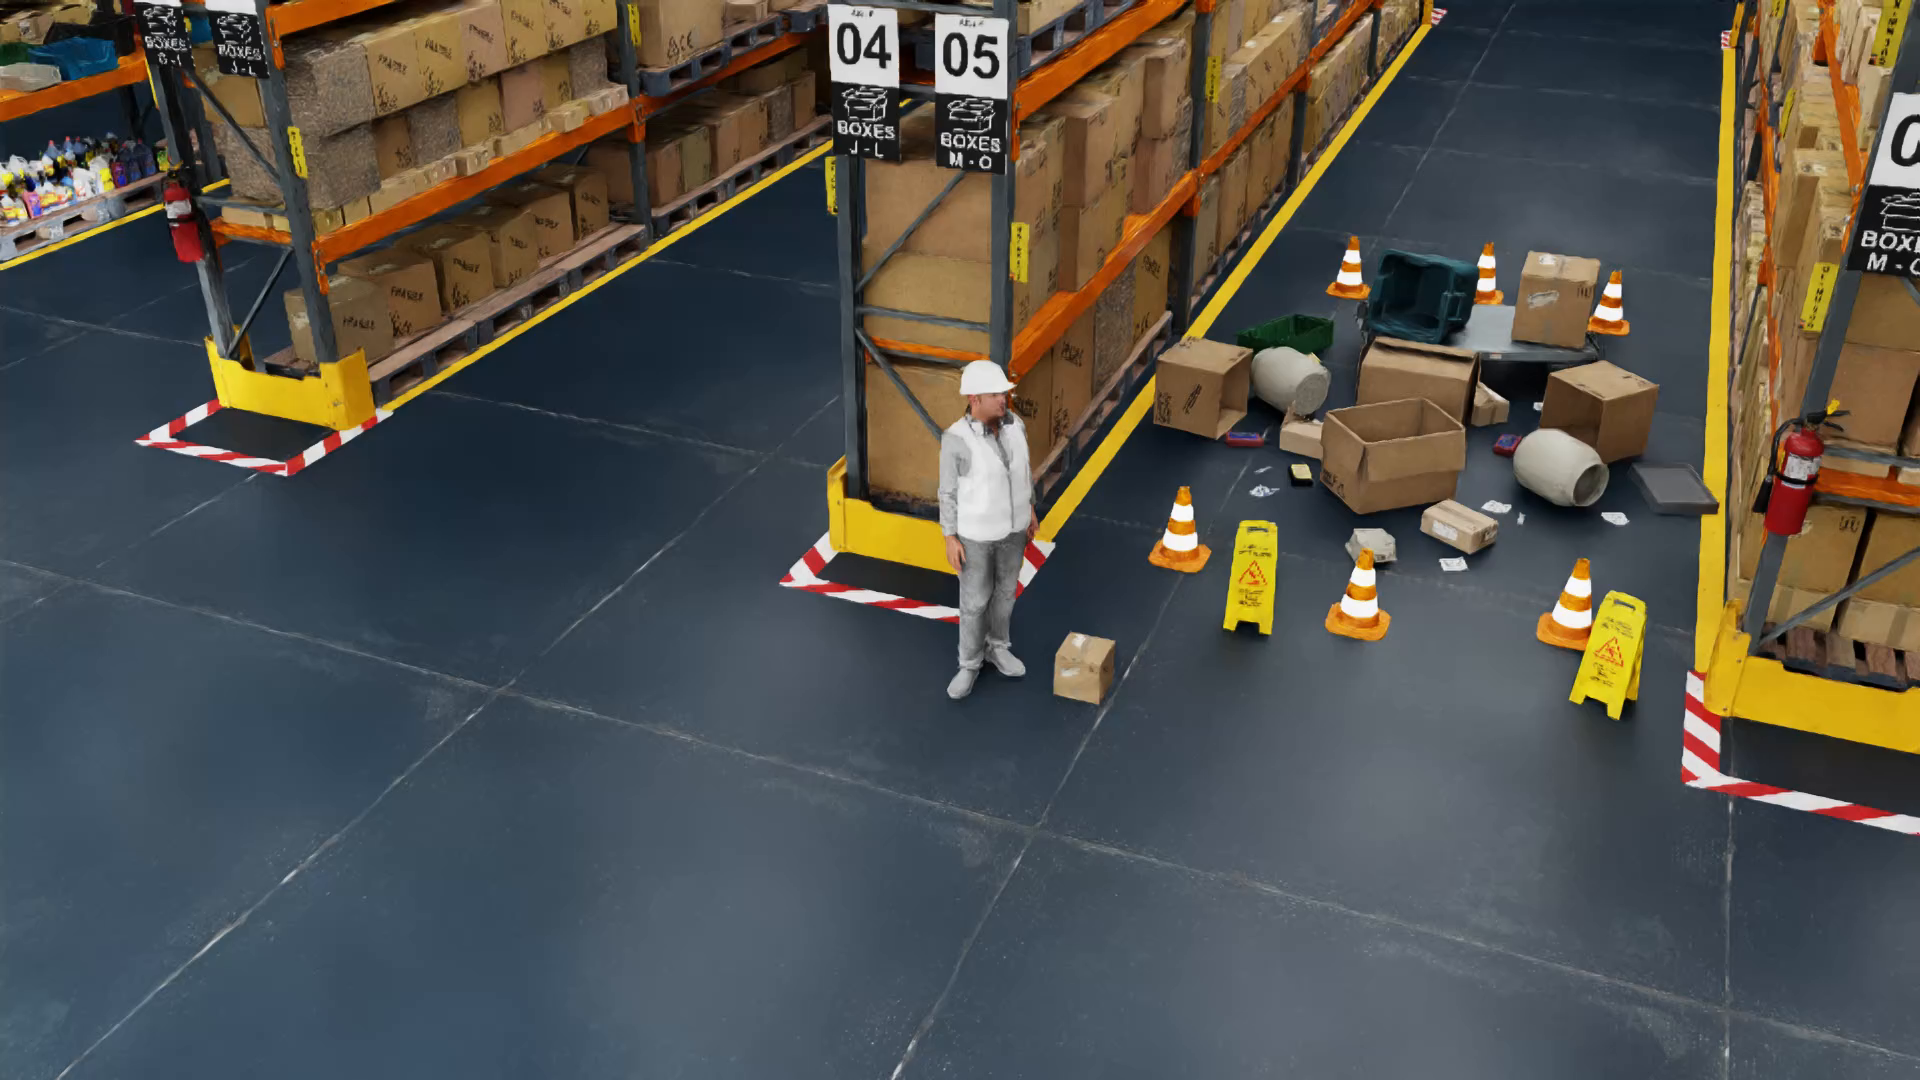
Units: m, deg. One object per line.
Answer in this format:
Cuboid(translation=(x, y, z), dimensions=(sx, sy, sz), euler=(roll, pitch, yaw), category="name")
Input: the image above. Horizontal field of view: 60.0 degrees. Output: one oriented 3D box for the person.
Cuboid(translation=(0.142, -0.070, 8.485), dimensions=(0.637, 1.782, 0.365), euler=(-22, 36, -33), category="person")
